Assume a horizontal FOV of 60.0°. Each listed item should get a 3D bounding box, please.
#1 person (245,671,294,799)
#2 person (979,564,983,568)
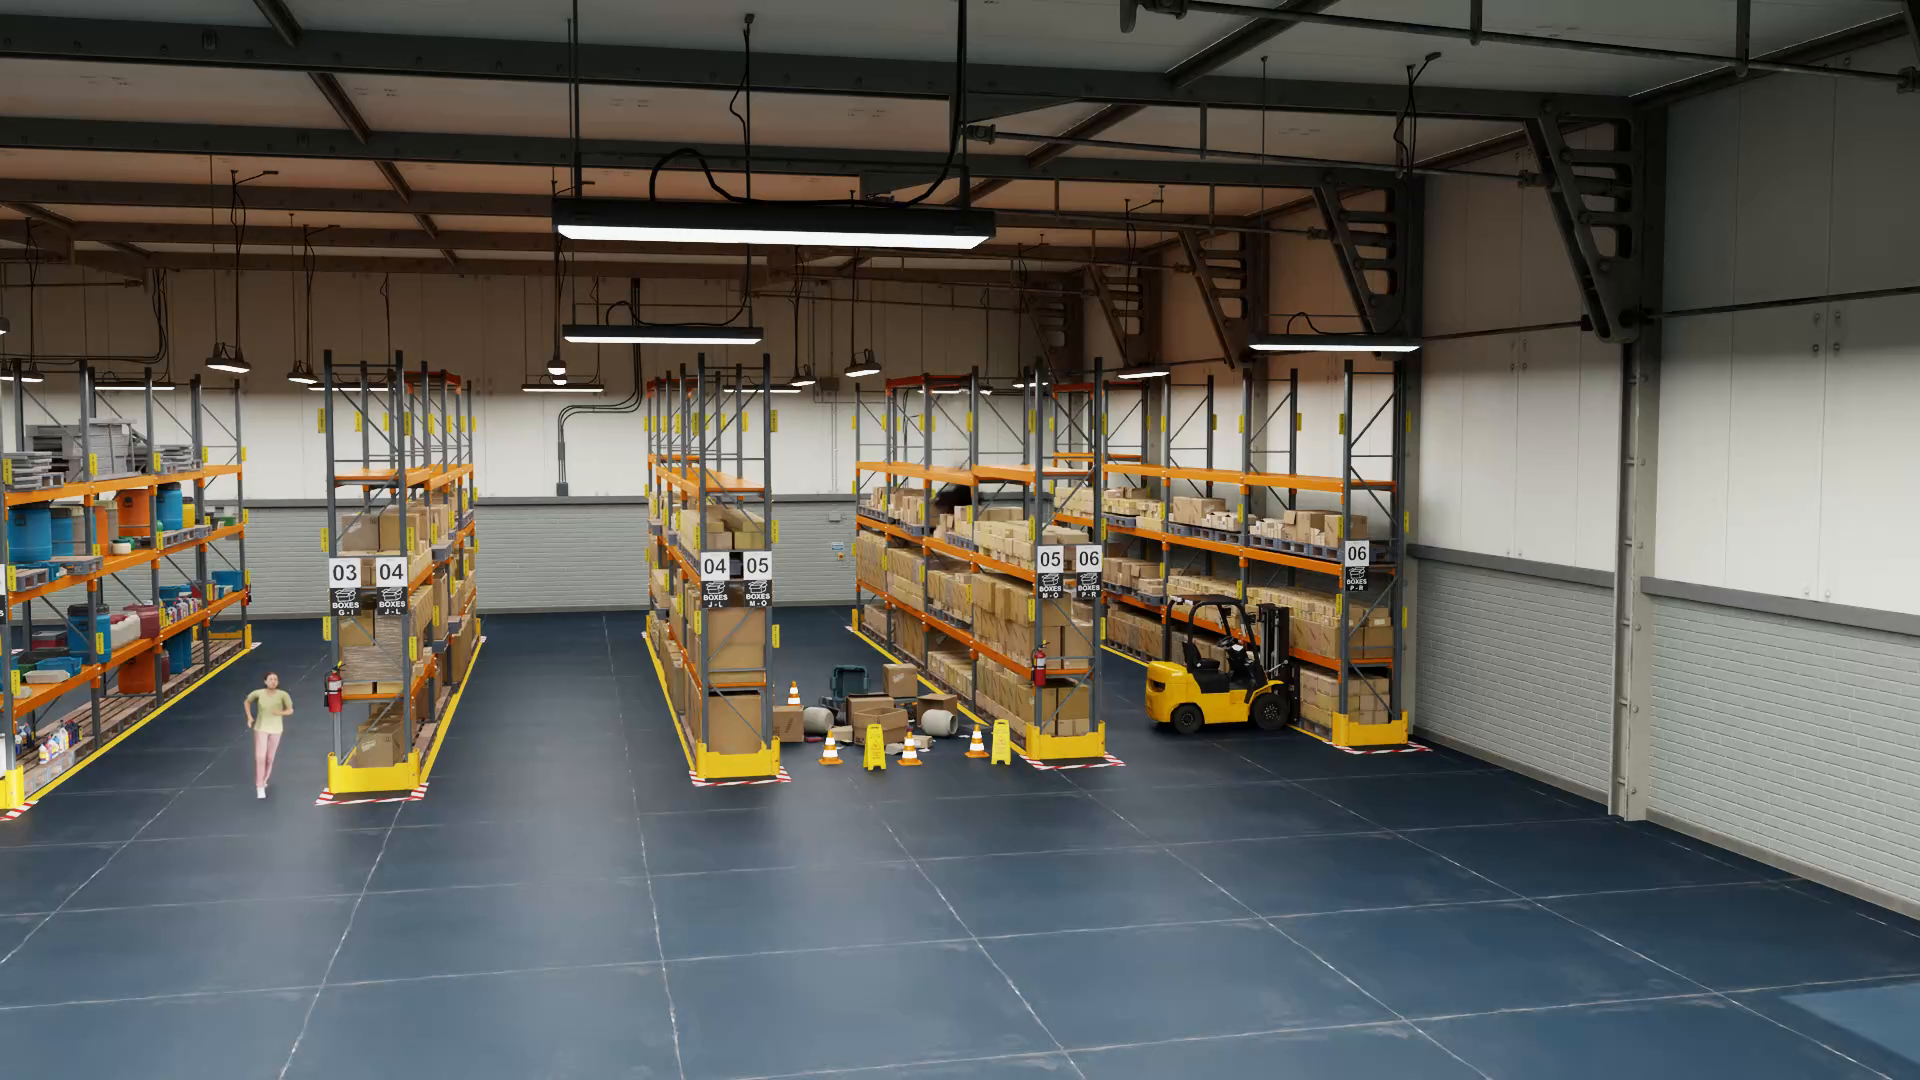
[{"bbox_3d":[-9.259,2.571,22.341,0.587,1.640,1.029,-2,5,-29],"label":"person"},{"bbox_3d":[0.421,1.411,39.261,0.628,1.787,1.105,-2,4,-27],"label":"person"}]
